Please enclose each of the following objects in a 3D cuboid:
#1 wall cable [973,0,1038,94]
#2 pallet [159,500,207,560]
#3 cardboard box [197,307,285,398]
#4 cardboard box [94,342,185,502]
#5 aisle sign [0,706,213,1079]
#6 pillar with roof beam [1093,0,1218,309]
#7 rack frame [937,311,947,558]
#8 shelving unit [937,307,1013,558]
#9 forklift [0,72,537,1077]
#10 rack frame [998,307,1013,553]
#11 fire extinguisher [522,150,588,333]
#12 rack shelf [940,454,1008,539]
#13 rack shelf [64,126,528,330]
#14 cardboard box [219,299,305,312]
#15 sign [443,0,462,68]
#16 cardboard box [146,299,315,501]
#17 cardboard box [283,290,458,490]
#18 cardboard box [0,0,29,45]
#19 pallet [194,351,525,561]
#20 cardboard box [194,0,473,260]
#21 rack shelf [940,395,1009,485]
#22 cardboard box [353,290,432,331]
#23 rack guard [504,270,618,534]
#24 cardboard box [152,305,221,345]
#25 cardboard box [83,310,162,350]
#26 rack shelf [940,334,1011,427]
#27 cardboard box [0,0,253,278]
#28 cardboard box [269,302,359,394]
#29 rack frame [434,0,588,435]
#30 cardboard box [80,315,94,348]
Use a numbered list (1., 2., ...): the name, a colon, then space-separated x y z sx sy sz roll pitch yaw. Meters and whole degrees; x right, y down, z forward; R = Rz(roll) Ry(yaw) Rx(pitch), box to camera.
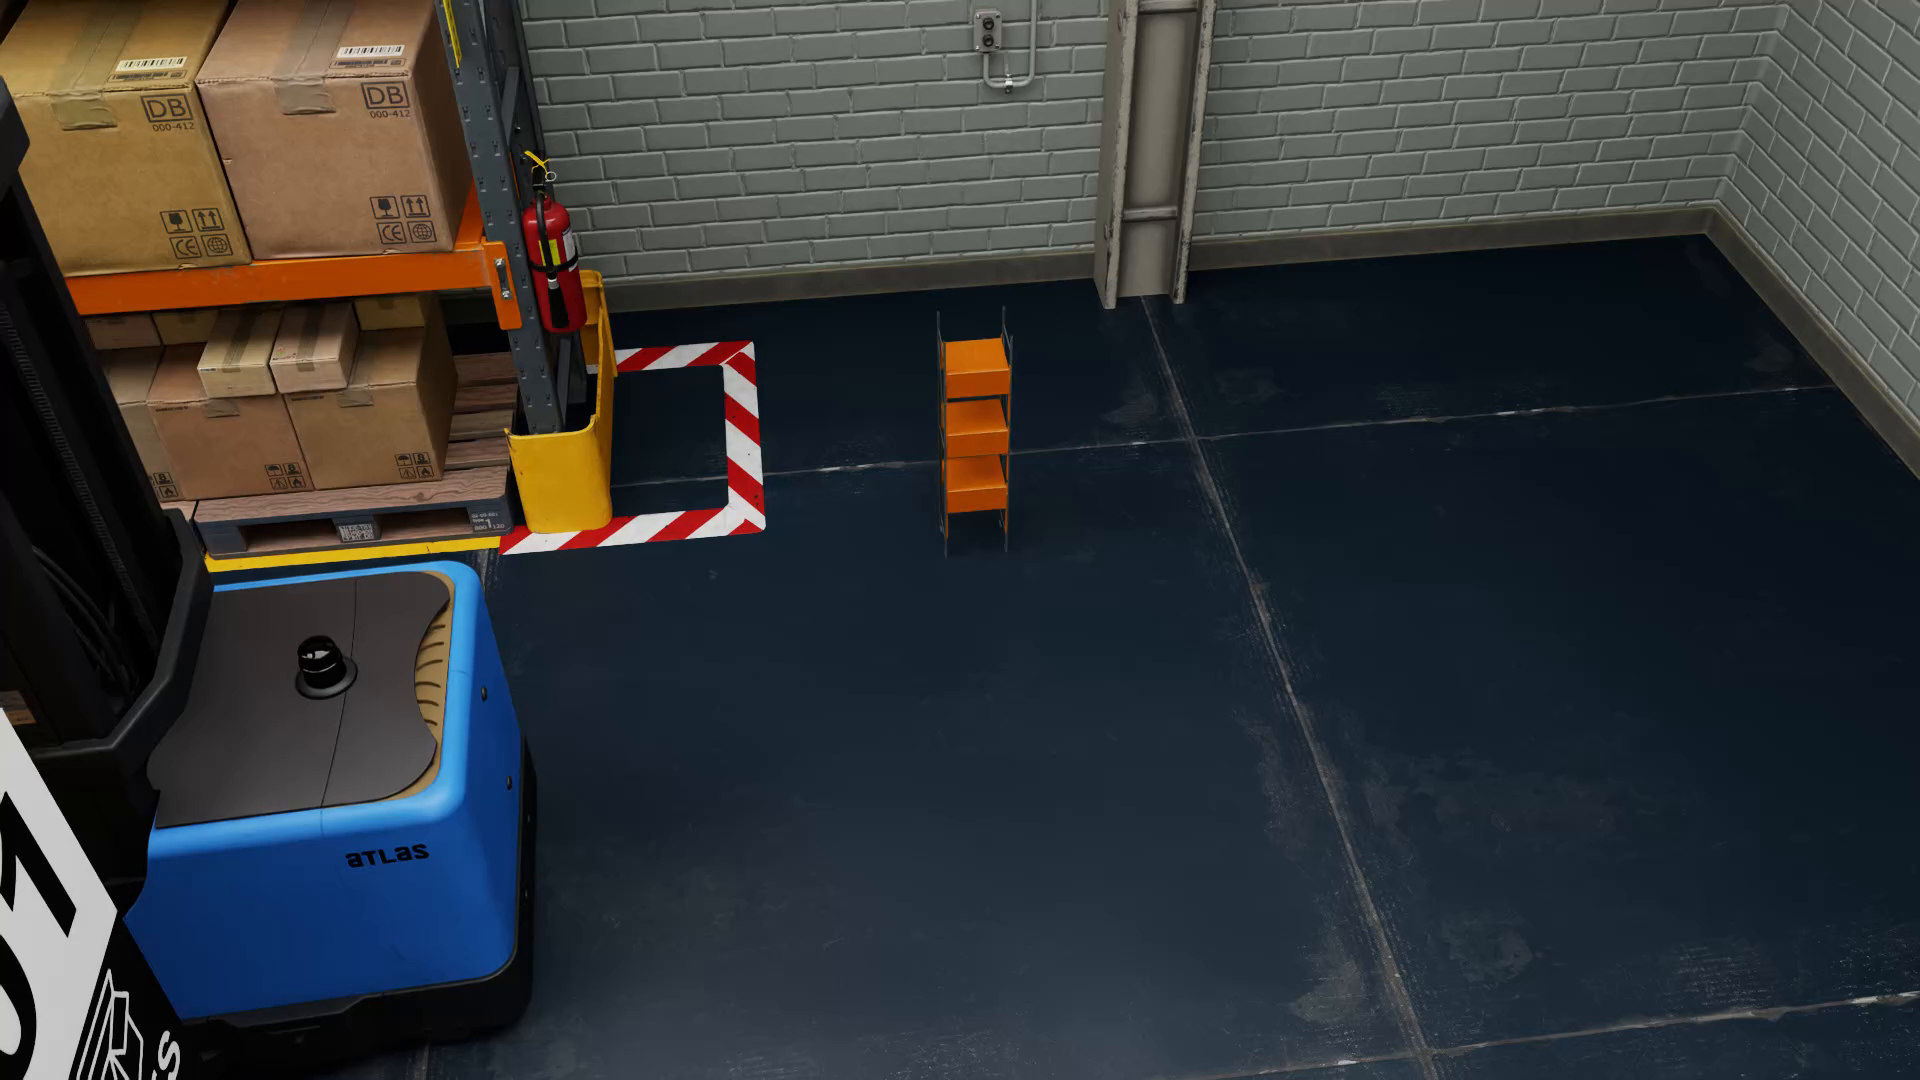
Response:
1. wall cable: -0.549 -2.650 6.690 1.851 1.984 0.084 -5 42 -6
2. pallet: -3.686 -0.273 6.895 1.213 0.211 1.003 -5 42 -6
3. cardboard box: -2.734 -0.720 6.377 0.250 0.149 0.380 -4 42 -4
4. cardboard box: -3.372 -0.546 6.669 0.500 0.500 0.700 -6 42 -7
5. aisle sign: -1.021 0.590 1.916 0.004 0.787 0.394 -5 42 -6
6. pillar with roof beam: 1.427 -1.711 1.928 0.400 9.000 9.100 -5 42 -6
7. rack frame: -0.068 -0.384 6.392 0.008 1.050 0.200 -5 42 -6
8. shelving unit: 0.053 -0.394 6.404 0.252 1.050 0.215 -5 42 -6
9. forklift: -2.879 0.243 4.293 3.031 2.935 1.130 -6 42 -7
10. rack frame: 0.174 -0.405 6.415 0.008 1.050 0.200 -5 42 -6
11. fire extinguisher: -1.487 -1.073 6.036 0.183 0.674 0.296 -5 42 -6
12. rack shelf: 0.053 -0.180 6.597 0.240 0.259 0.215 -5 42 -6
13. rack shelf: -3.679 -1.093 6.259 4.000 0.370 1.077 -5 42 -6
14. cardboard box: -2.781 -0.974 6.659 0.250 0.149 0.380 -5 42 -5
15. sign: -1.639 -1.690 5.342 0.005 0.325 0.100 -5 42 -6
16. cardboard box: -2.873 -0.590 6.718 0.500 0.500 0.700 -5 42 -6
17. cardboard box: -2.377 -0.634 6.766 0.500 0.500 0.700 -5 42 -6
18. cardboard box: -3.678 -1.463 5.909 0.700 0.700 0.980 -7 43 -8
19. pallet: -2.479 -0.376 7.010 1.213 0.211 1.003 -5 42 -6
20. cardboard box: -2.200 -1.594 6.054 0.700 0.700 0.980 -3 42 -4
21. rack shelf: 0.053 -0.387 6.411 0.240 0.259 0.215 -5 42 -6
22. cardboard box: -2.279 -1.018 6.708 0.250 0.149 0.380 -5 42 -5
23. rack guard: -1.672 -0.607 7.050 0.348 0.500 1.175 -5 42 -6
24. cardboard box: -3.030 -0.953 6.635 0.250 0.149 0.380 -5 42 -5
25. cardboard box: -3.282 -0.930 6.610 0.250 0.149 0.380 -4 42 -5
26. rack shelf: 0.053 -0.597 6.221 0.240 0.259 0.215 -5 42 -6
27. cardboard box: -2.920 -1.523 5.975 0.700 0.700 0.980 -5 42 -6
28. cardboard box: -2.481 -0.743 6.402 0.250 0.149 0.380 -5 42 -6
29. rack frame: -1.696 -1.533 6.210 0.127 3.000 1.000 -5 42 -6
30. cardboard box: -3.536 -0.907 6.585 0.250 0.149 0.380 -5 42 -5
